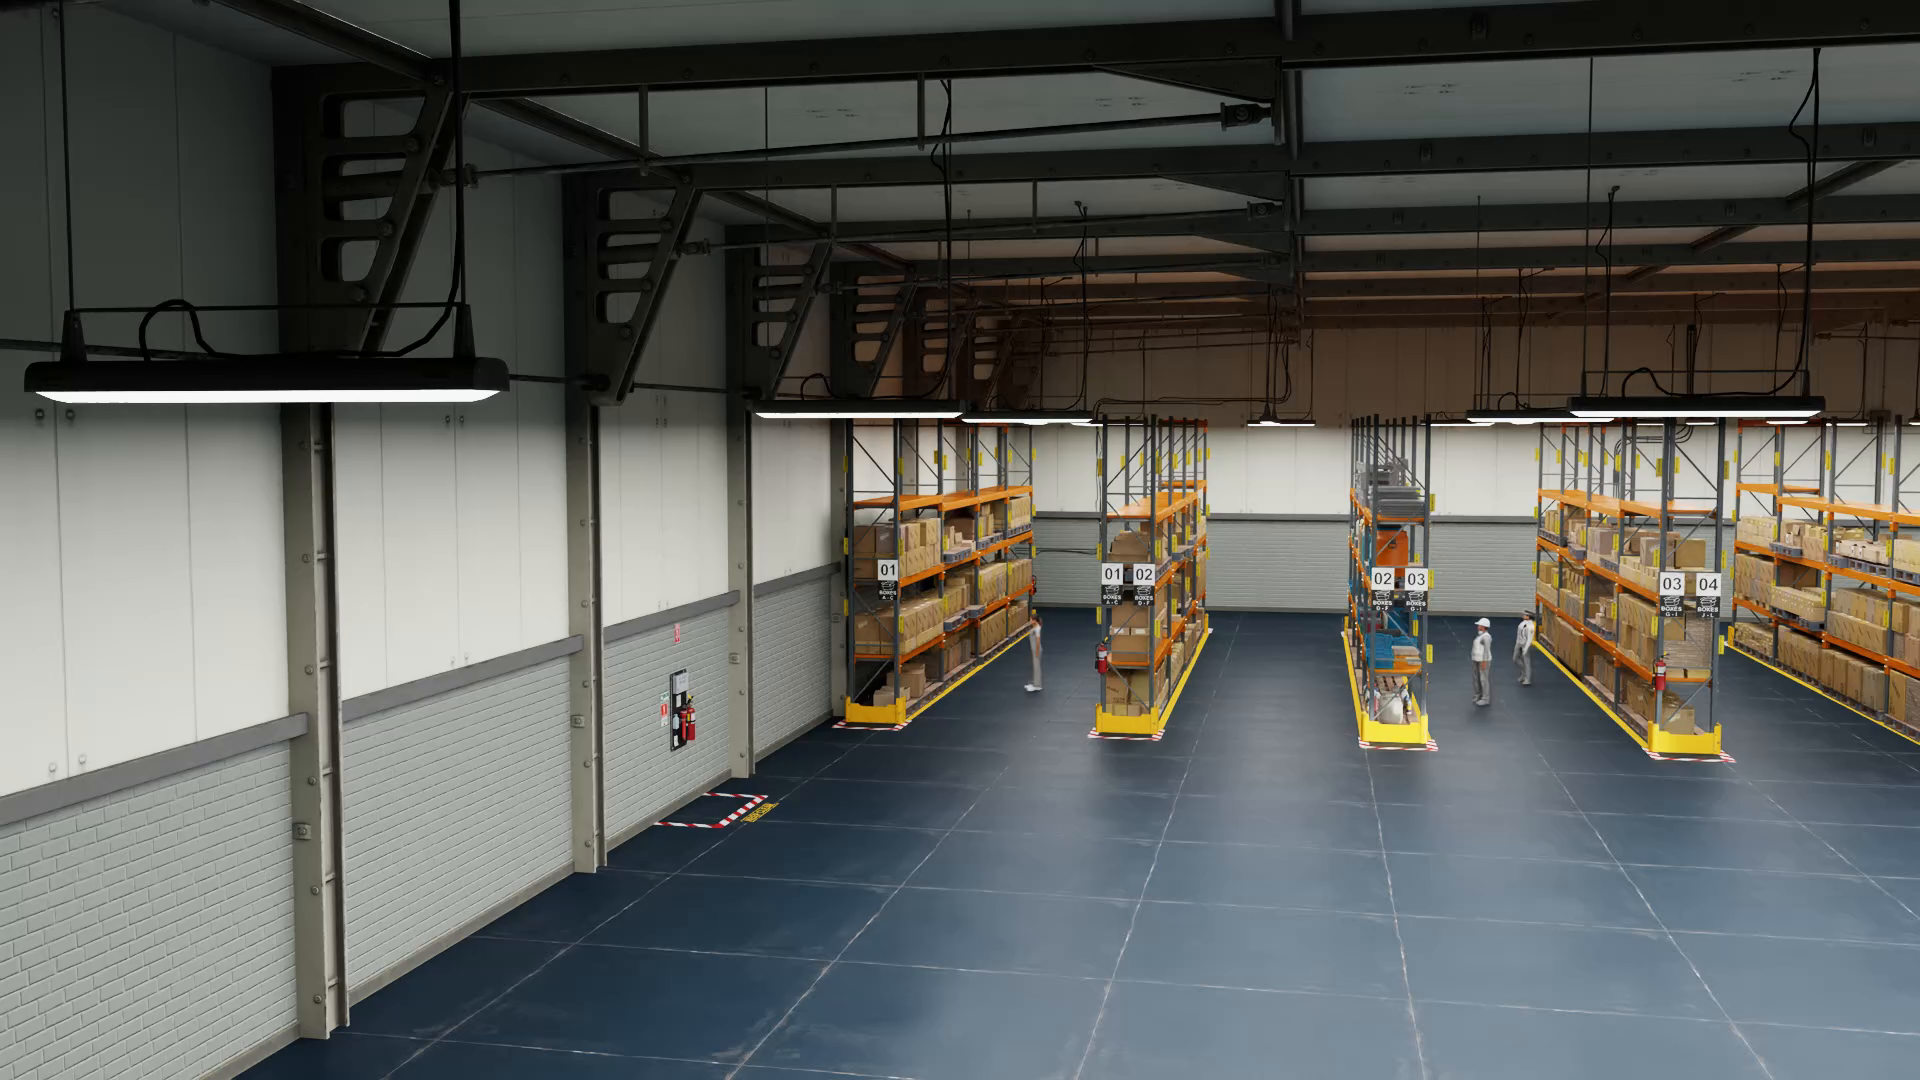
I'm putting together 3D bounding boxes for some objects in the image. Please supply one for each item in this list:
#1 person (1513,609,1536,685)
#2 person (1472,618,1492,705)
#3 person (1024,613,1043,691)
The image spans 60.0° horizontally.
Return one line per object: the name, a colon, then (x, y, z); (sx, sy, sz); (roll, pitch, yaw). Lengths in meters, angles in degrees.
person: (12.731, 2.390, 37.473); (0.410, 1.688, 0.575); (-1, 4, -17)
person: (10.885, 2.524, 34.727); (0.436, 1.779, 0.532); (-1, 4, -15)
person: (1.622, 2.449, 36.511); (0.428, 1.676, 0.508); (0, 4, -4)
